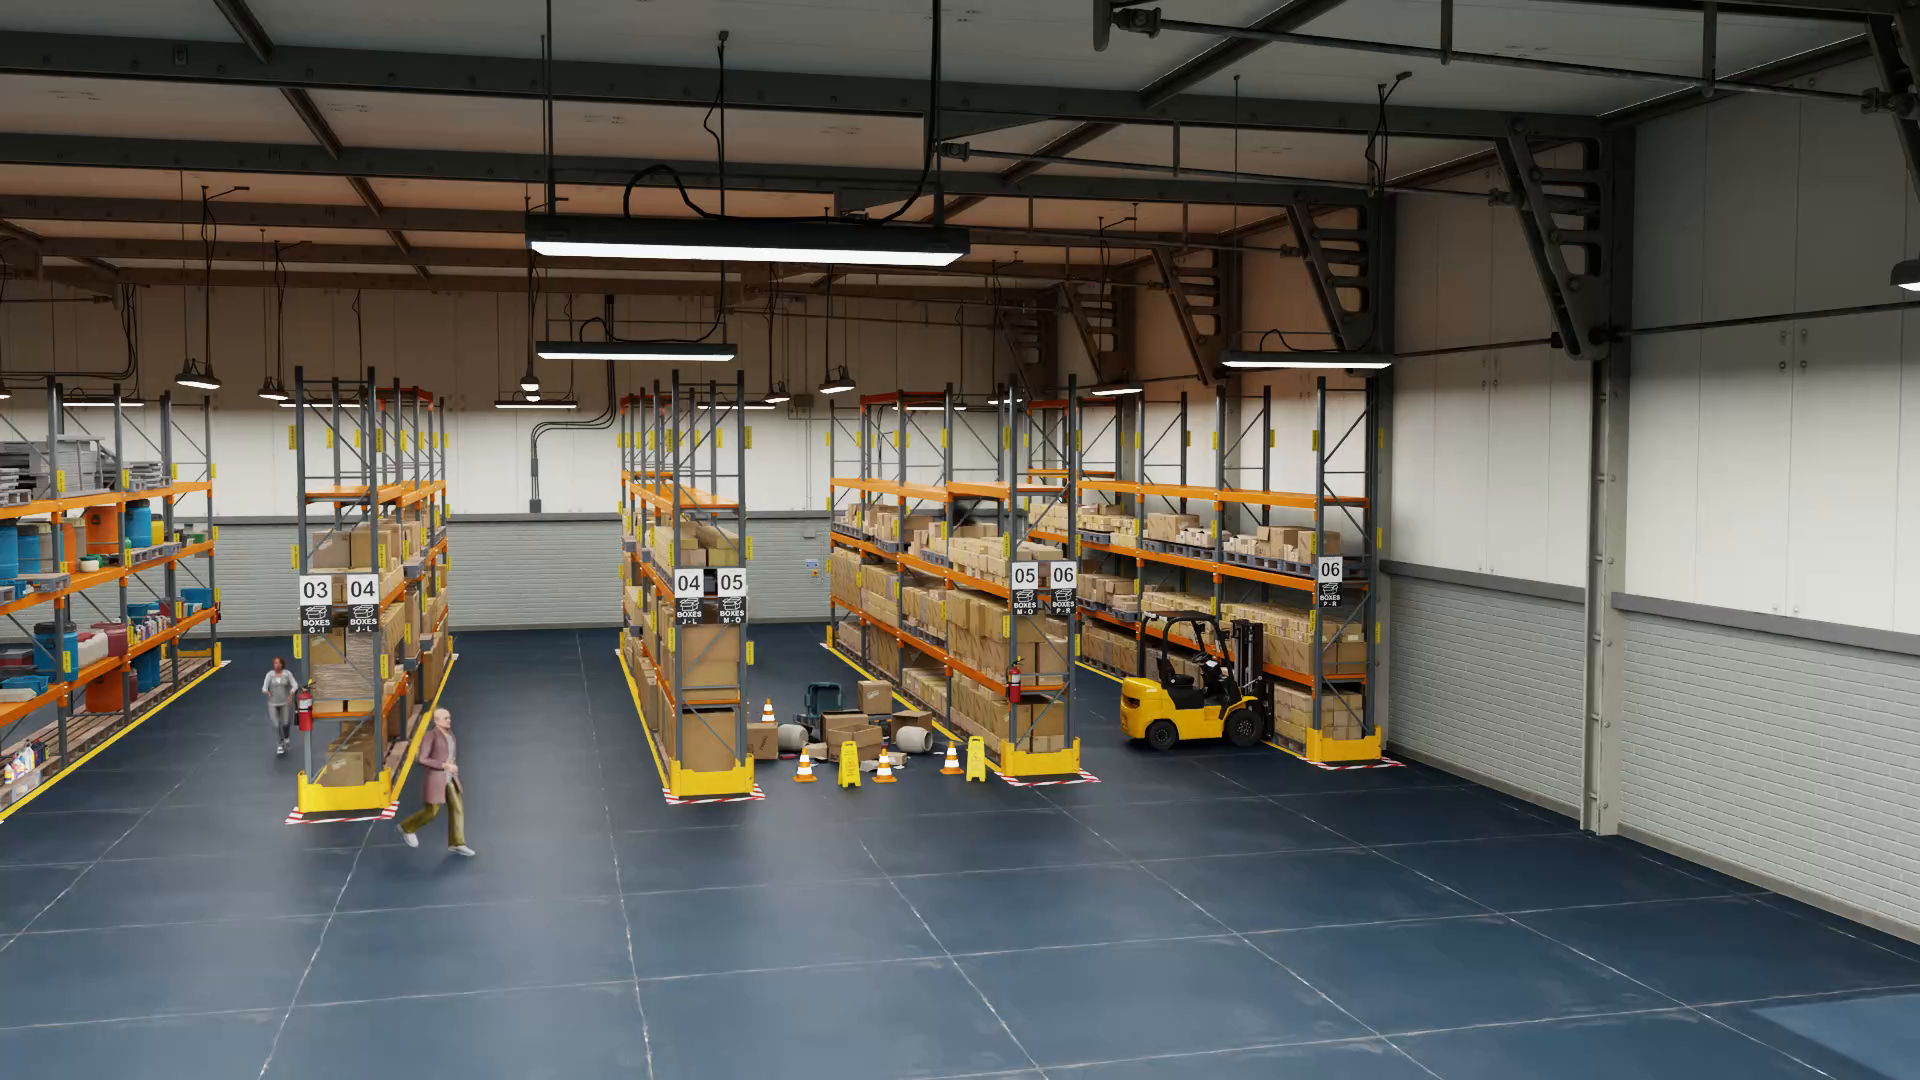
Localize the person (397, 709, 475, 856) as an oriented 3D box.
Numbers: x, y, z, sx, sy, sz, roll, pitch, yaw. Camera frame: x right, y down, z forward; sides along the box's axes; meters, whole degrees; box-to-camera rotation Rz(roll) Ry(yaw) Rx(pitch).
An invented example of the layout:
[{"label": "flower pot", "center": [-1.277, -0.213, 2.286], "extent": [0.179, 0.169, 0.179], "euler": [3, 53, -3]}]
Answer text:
[{"label": "person", "center": [-6.334, 2.910, 20.086], "extent": [1.042, 1.772, 0.691], "euler": [1, 4, 23]}]

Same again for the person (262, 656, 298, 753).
[{"label": "person", "center": [-10.855, 2.636, 26.535], "extent": [0.527, 1.555, 0.543], "euler": [-1, 4, -19]}]
